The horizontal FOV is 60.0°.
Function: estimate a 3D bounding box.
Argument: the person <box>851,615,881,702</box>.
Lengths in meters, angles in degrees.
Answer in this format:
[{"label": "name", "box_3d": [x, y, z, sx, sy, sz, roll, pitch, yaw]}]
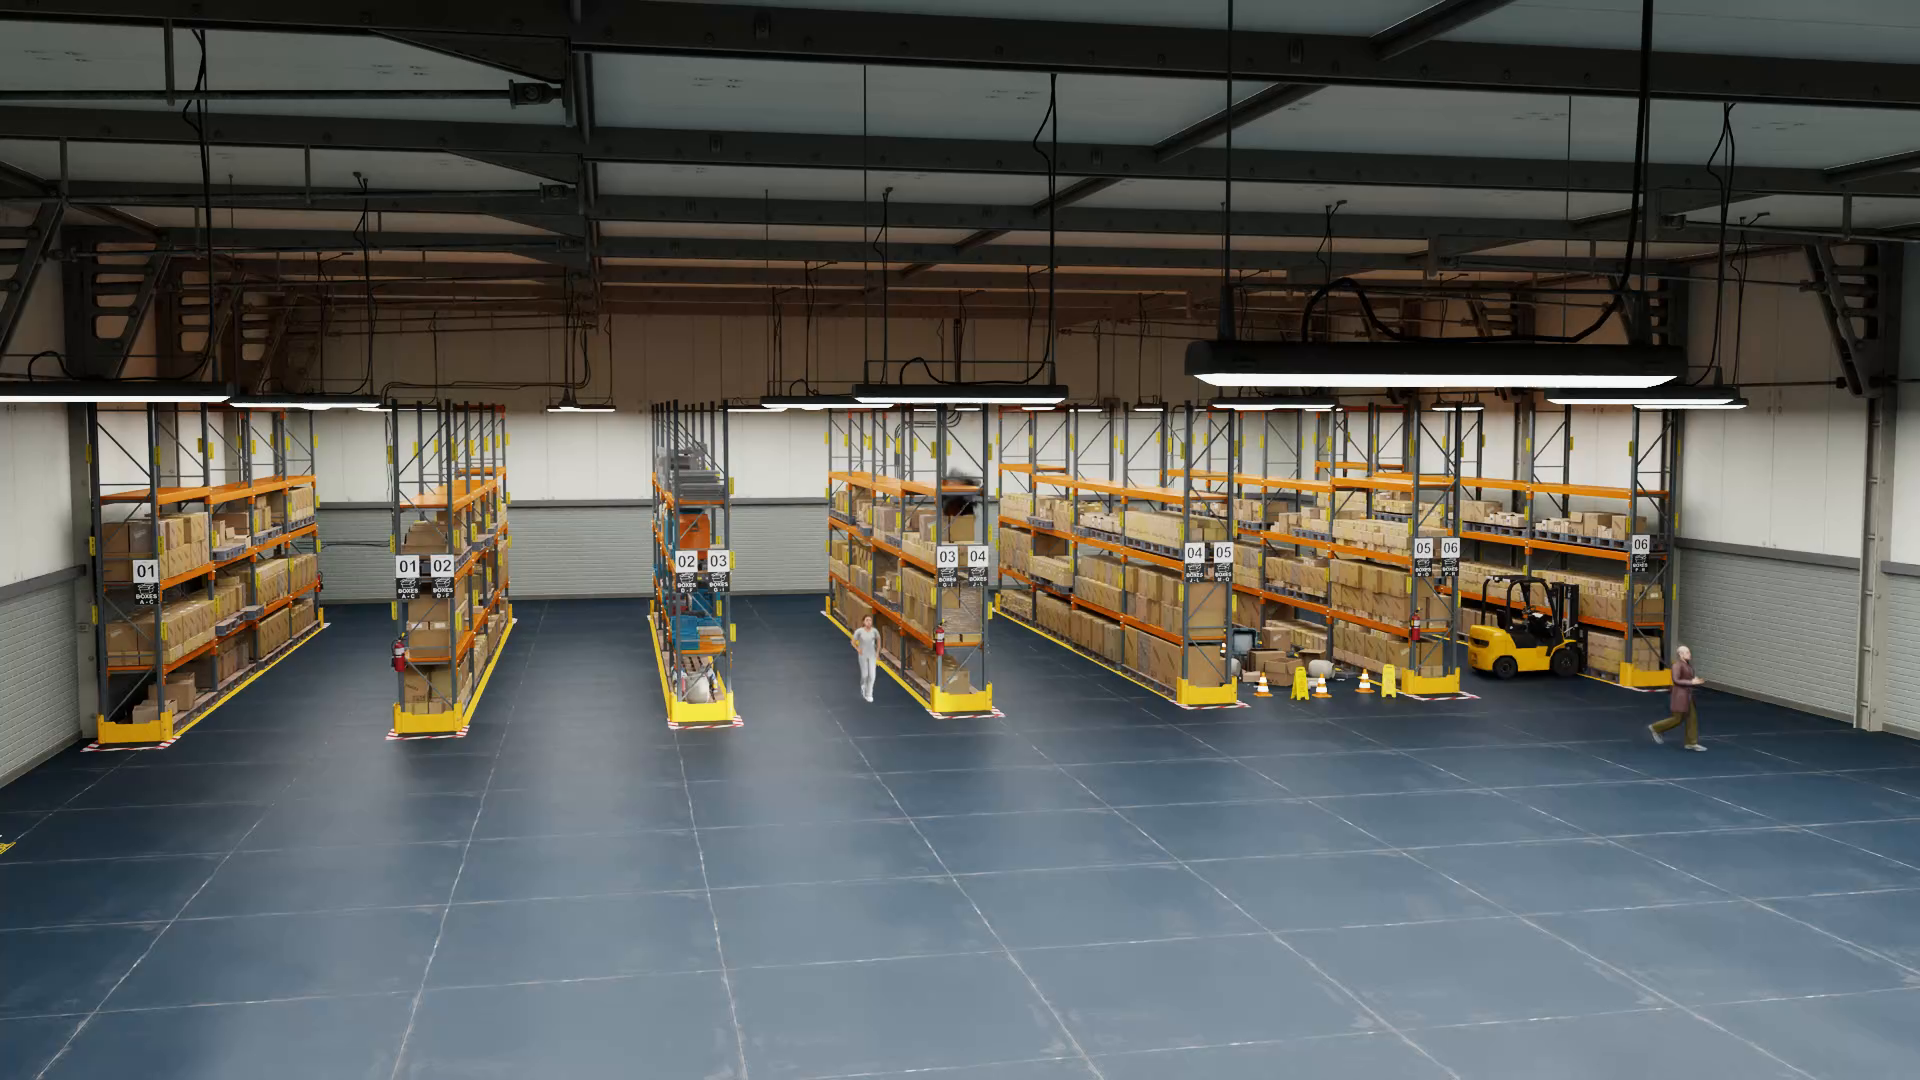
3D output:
[{"label": "person", "box_3d": [-1.796, 2.250, 32.001, 0.600, 1.646, 0.652, -1, 4, -14]}]

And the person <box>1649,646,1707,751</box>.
[{"label": "person", "box_3d": [12.285, 2.683, 28.383, 0.718, 1.761, 0.965, -4, 6, -45]}]

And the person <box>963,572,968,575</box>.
[{"label": "person", "box_3d": [-0.182, 1.323, 48.463, 0.583, 1.487, 0.783, 4, 6, 44]}]

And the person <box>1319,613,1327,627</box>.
[{"label": "person", "box_3d": [9.727, 1.543, 44.261, 0.587, 1.672, 0.846, -2, 5, -21]}]
